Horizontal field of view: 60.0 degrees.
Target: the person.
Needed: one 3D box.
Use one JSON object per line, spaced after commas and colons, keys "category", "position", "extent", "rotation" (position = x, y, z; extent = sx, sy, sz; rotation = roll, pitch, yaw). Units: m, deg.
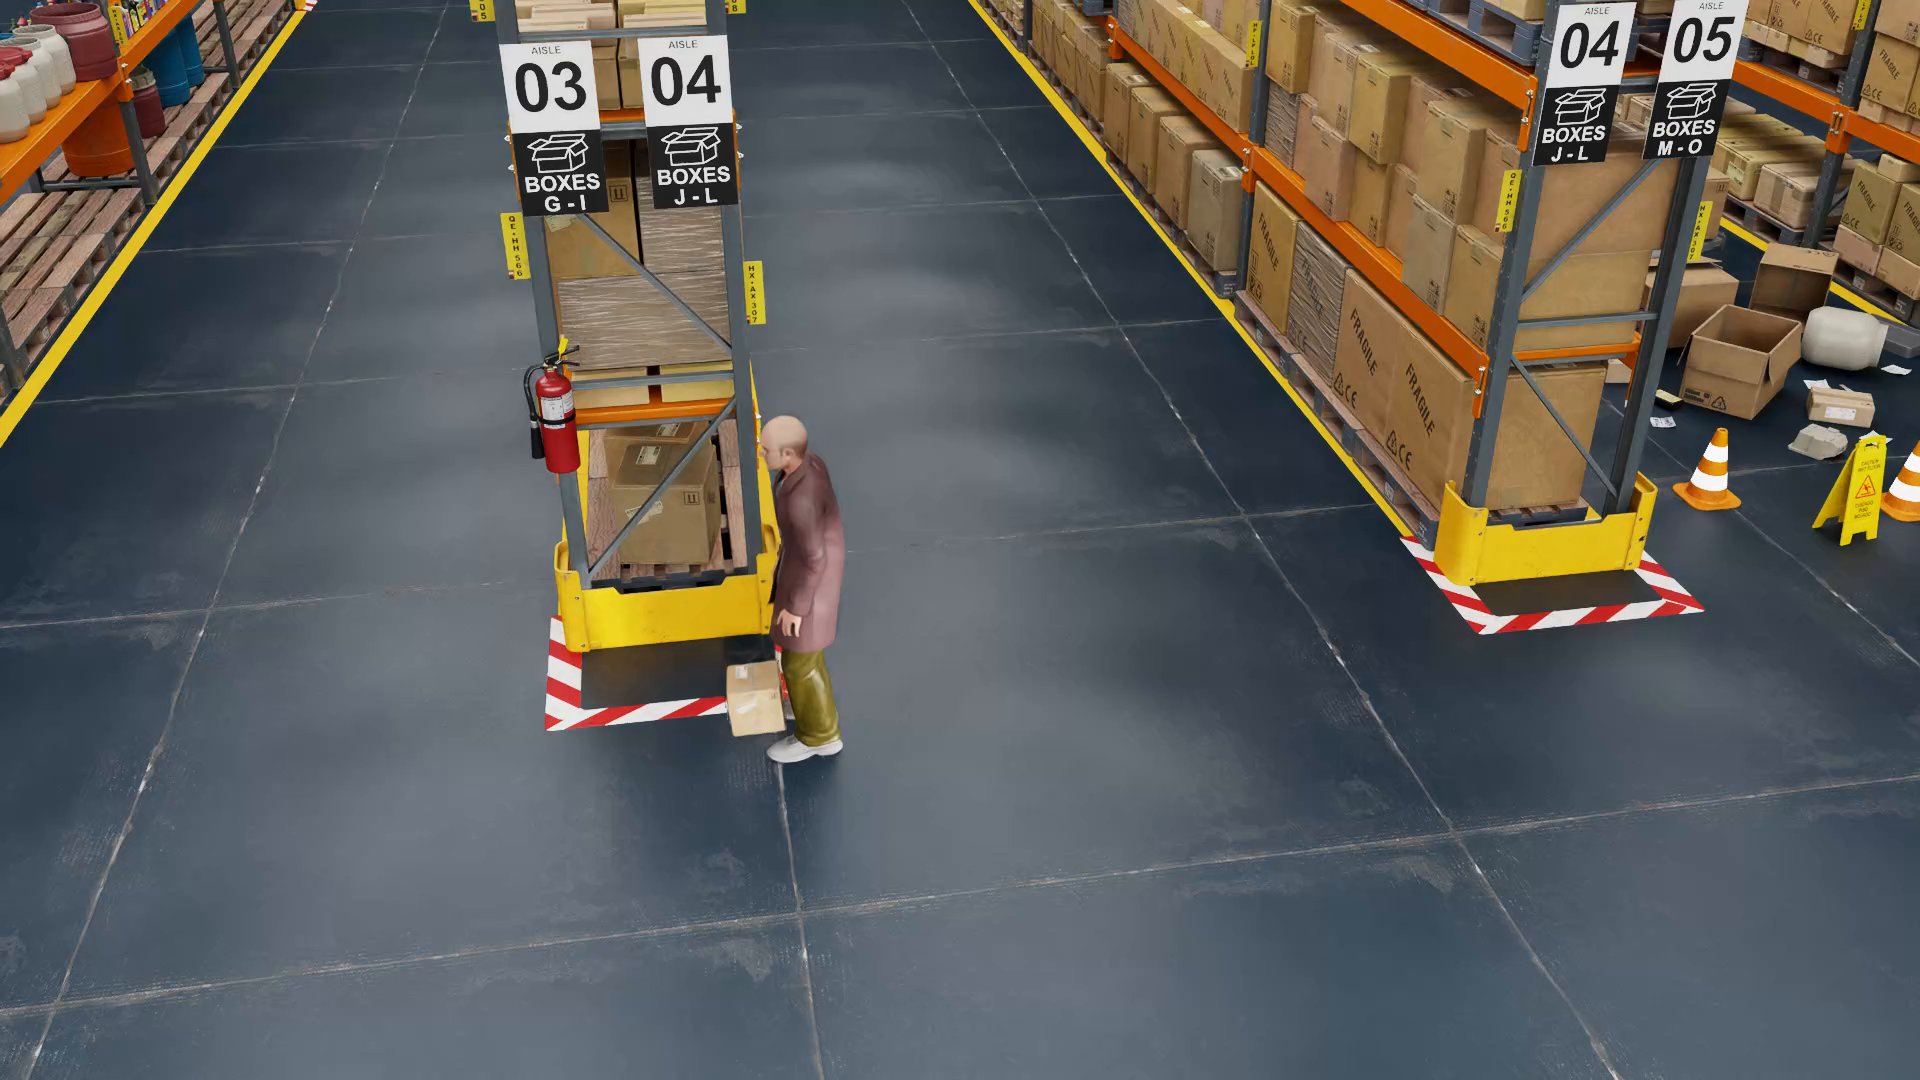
{"category": "person", "position": [-0.746, 0.222, 7.778], "extent": [0.429, 1.772, 0.645], "rotation": [-4, 31, -7]}
